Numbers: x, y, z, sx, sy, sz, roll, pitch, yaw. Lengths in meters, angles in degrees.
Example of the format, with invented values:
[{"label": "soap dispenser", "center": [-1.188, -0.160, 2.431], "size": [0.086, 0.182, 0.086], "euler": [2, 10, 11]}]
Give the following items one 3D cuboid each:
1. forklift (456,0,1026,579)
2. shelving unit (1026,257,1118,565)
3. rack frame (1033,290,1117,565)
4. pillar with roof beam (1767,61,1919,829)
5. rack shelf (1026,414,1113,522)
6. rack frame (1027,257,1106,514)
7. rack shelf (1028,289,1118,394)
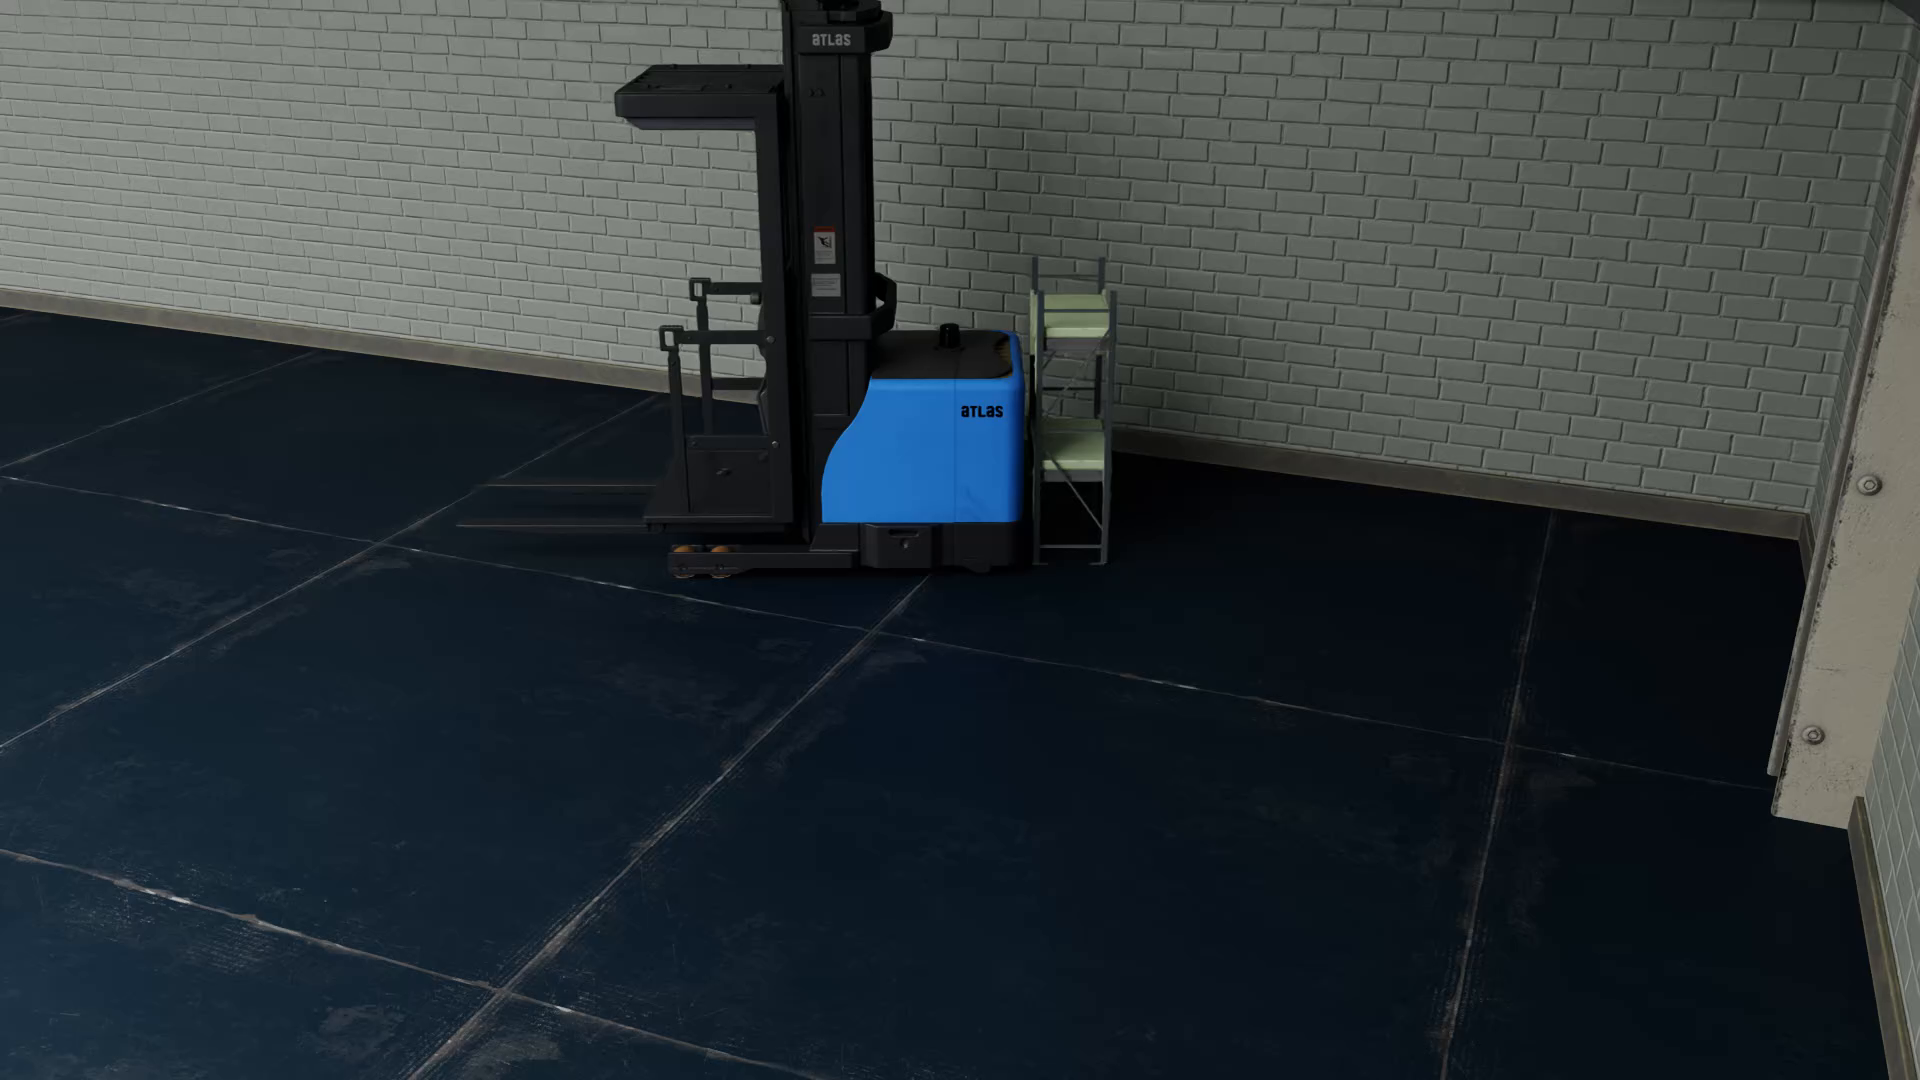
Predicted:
[{"label": "forklift", "center": [-1.170, -1.353, 8.685], "size": [3.031, 2.935, 1.130], "euler": [0, 23, 0]}, {"label": "shelving unit", "center": [0.590, -0.703, 8.988], "size": [0.431, 1.500, 0.755], "euler": [0, 23, 0]}, {"label": "rack frame", "center": [0.590, -0.562, 8.650], "size": [0.400, 1.500, 0.023], "euler": [0, 23, 0]}, {"label": "pillar with roof beam", "center": [-0.546, -3.721, 6.483], "size": [9.100, 9.000, 0.400], "euler": [9, 24, 20]}, {"label": "rack shelf", "center": [0.590, -0.402, 9.113], "size": [0.431, 0.370, 0.720], "euler": [0, 23, 0]}, {"label": "rack frame", "center": [0.590, -0.844, 9.325], "size": [0.400, 1.500, 0.023], "euler": [0, 23, 0]}, {"label": "rack shelf", "center": [0.590, -1.063, 8.837], "size": [0.431, 0.370, 0.720], "euler": [0, 23, 0]}]
